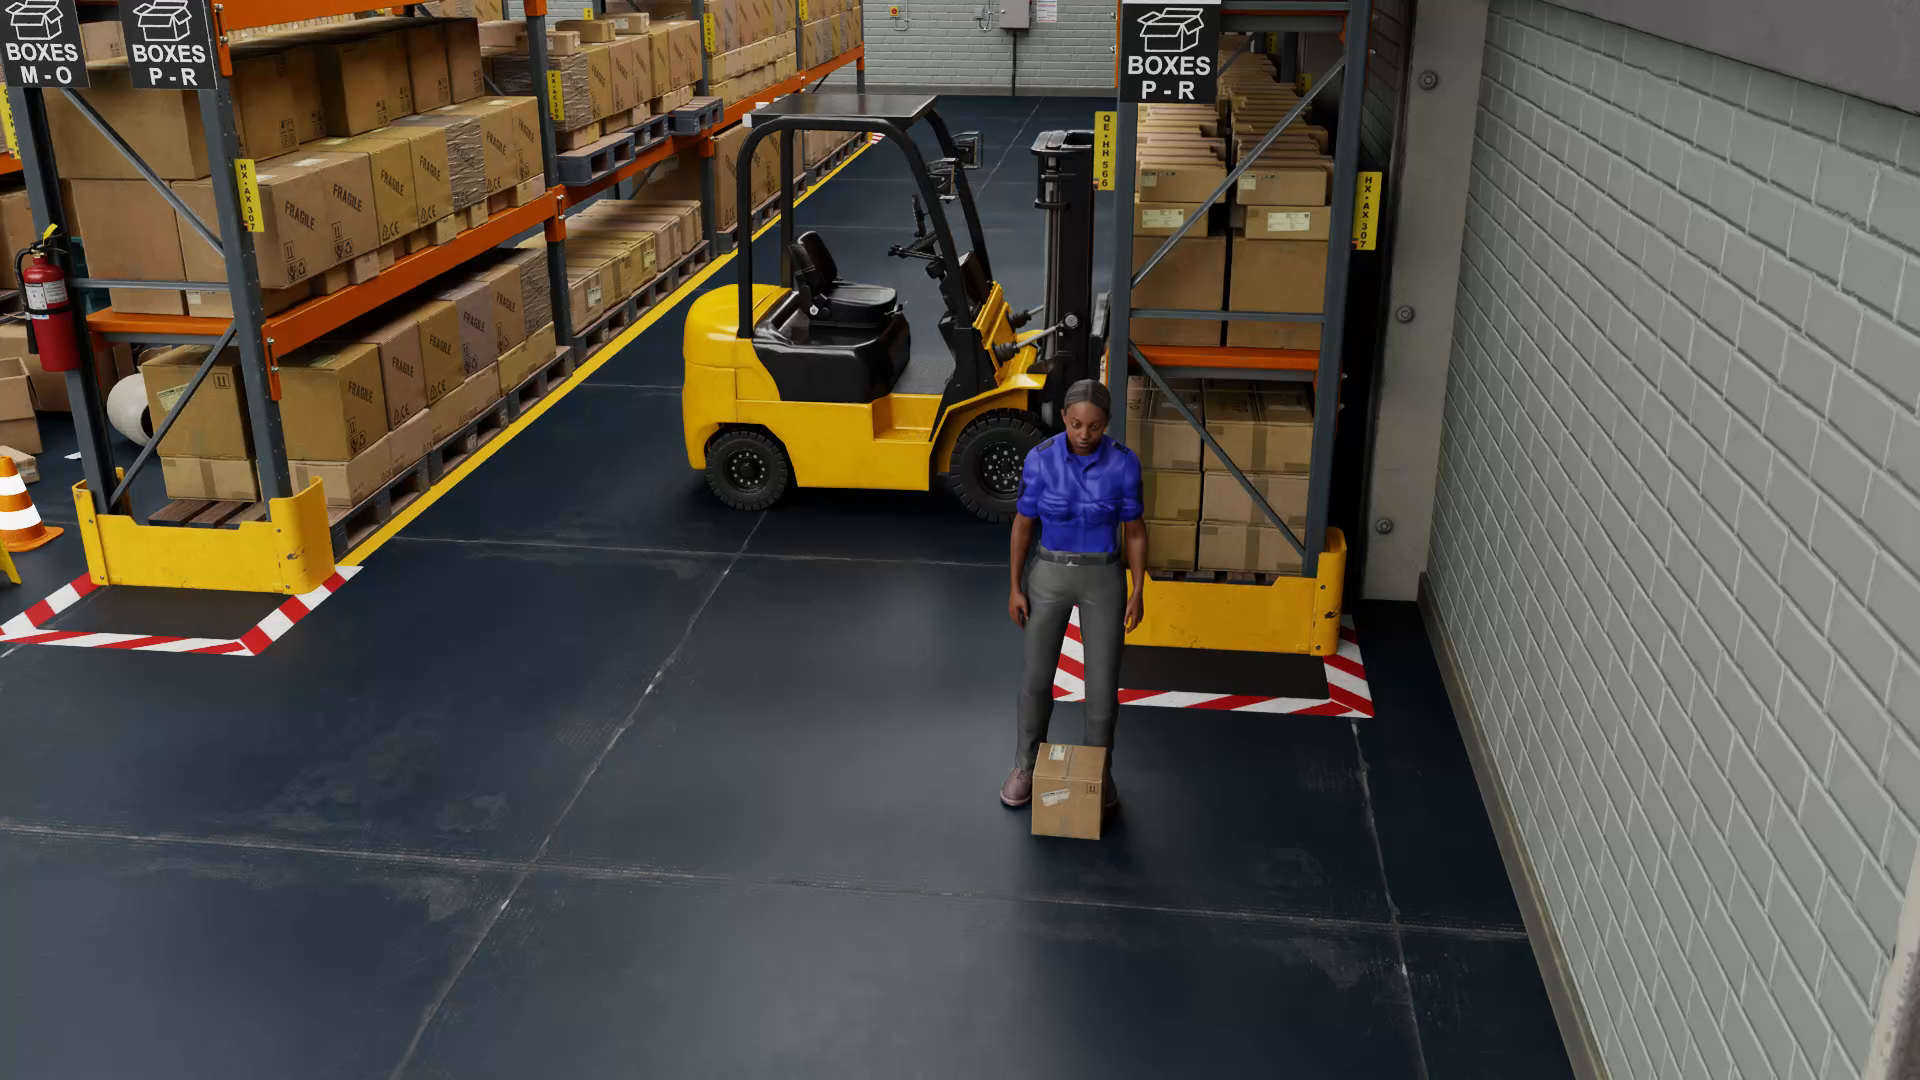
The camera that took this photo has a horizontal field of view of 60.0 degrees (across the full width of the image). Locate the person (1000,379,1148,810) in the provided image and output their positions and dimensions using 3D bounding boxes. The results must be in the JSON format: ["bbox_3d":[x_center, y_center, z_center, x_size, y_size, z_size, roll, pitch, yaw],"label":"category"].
[{"bbox_3d":[0.421,0.190,6.103,0.518,1.654,0.352,2,21,5],"label":"person"}]
